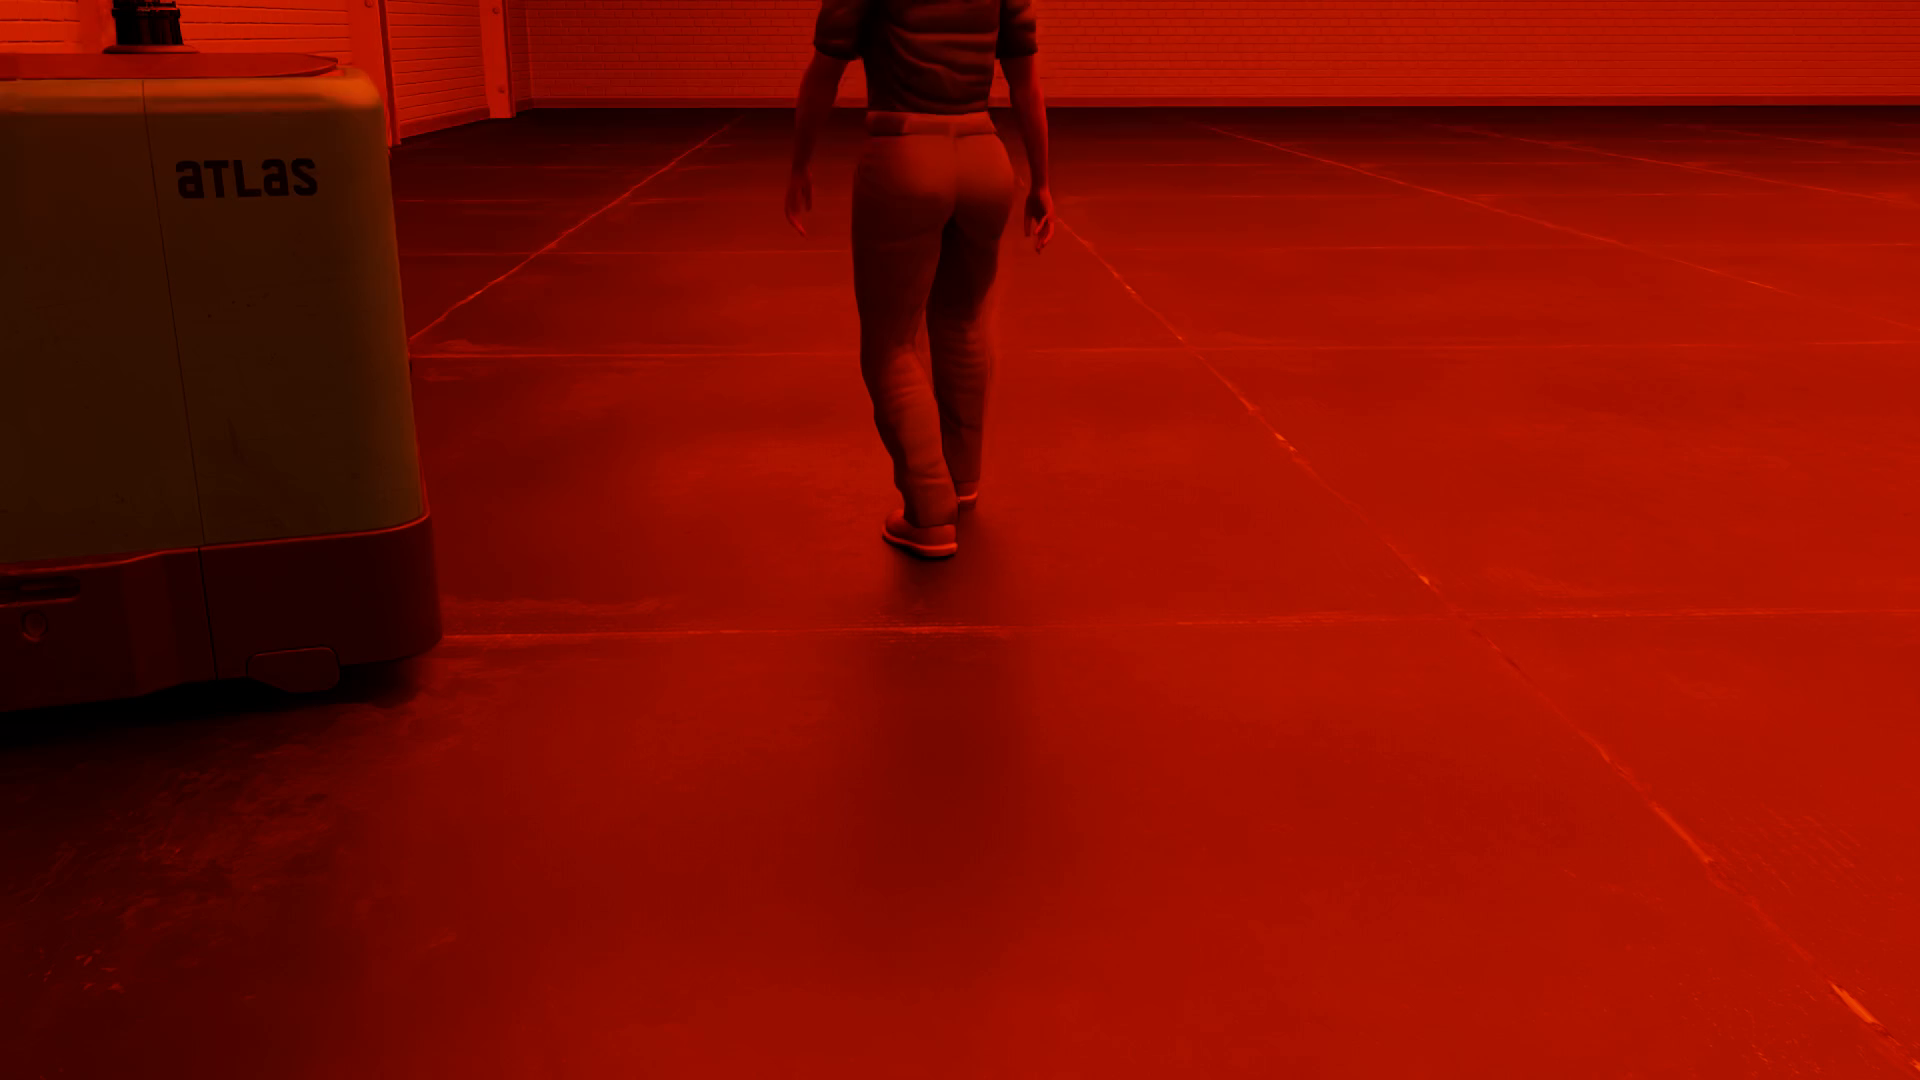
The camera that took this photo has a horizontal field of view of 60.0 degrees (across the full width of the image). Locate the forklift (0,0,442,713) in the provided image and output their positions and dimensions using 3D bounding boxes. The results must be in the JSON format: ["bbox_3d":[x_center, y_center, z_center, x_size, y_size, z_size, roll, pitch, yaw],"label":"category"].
[{"bbox_3d":[-2.531,-1.123,2.579,3.031,2.935,1.130,-6,18,-19],"label":"forklift"}]

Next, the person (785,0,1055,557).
[{"bbox_3d":[-0.083,-0.822,3.848,0.569,1.622,0.650,-10,19,-28],"label":"person"}]
